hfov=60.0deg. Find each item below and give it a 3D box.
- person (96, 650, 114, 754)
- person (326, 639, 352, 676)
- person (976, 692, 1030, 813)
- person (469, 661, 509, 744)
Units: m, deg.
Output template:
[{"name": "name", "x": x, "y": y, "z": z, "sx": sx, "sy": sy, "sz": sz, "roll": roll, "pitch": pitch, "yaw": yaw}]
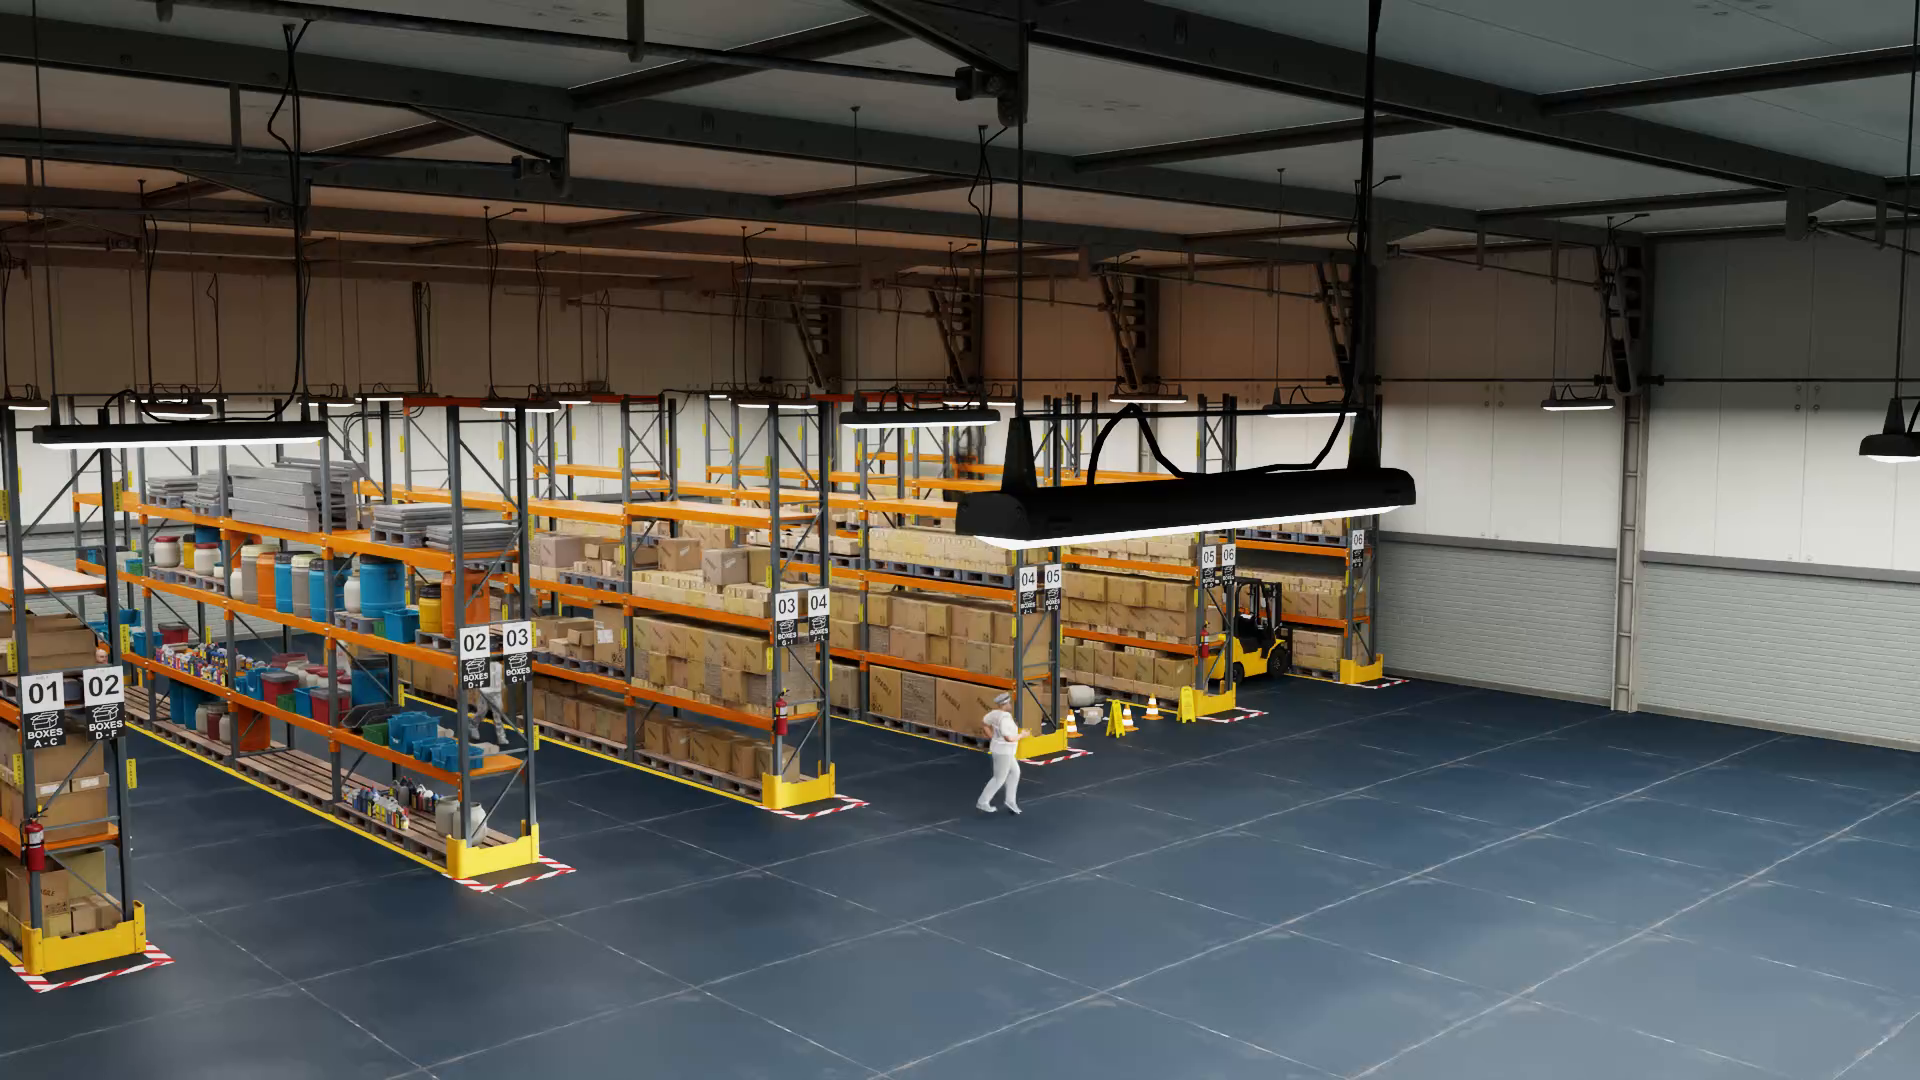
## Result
[{"name": "person", "x": -14.337, "y": 2.709, "z": 27.853, "sx": 1.068, "sy": 1.757, "sz": 0.700, "roll": 5, "pitch": 7, "yaw": 41}, {"name": "person", "x": -11.858, "y": 2.428, "z": 31.857, "sx": 0.628, "sy": 1.667, "sz": 0.546, "roll": 5, "pitch": 8, "yaw": 43}, {"name": "person", "x": 0.616, "y": 3.128, "z": 24.153, "sx": 0.806, "sy": 1.854, "sz": 0.640, "roll": -1, "pitch": 6, "yaw": -10}, {"name": "person", "x": -8.132, "y": 2.621, "z": 28.707, "sx": 1.034, "sy": 1.756, "sz": 0.687, "roll": 5, "pitch": 7, "yaw": 42}]
